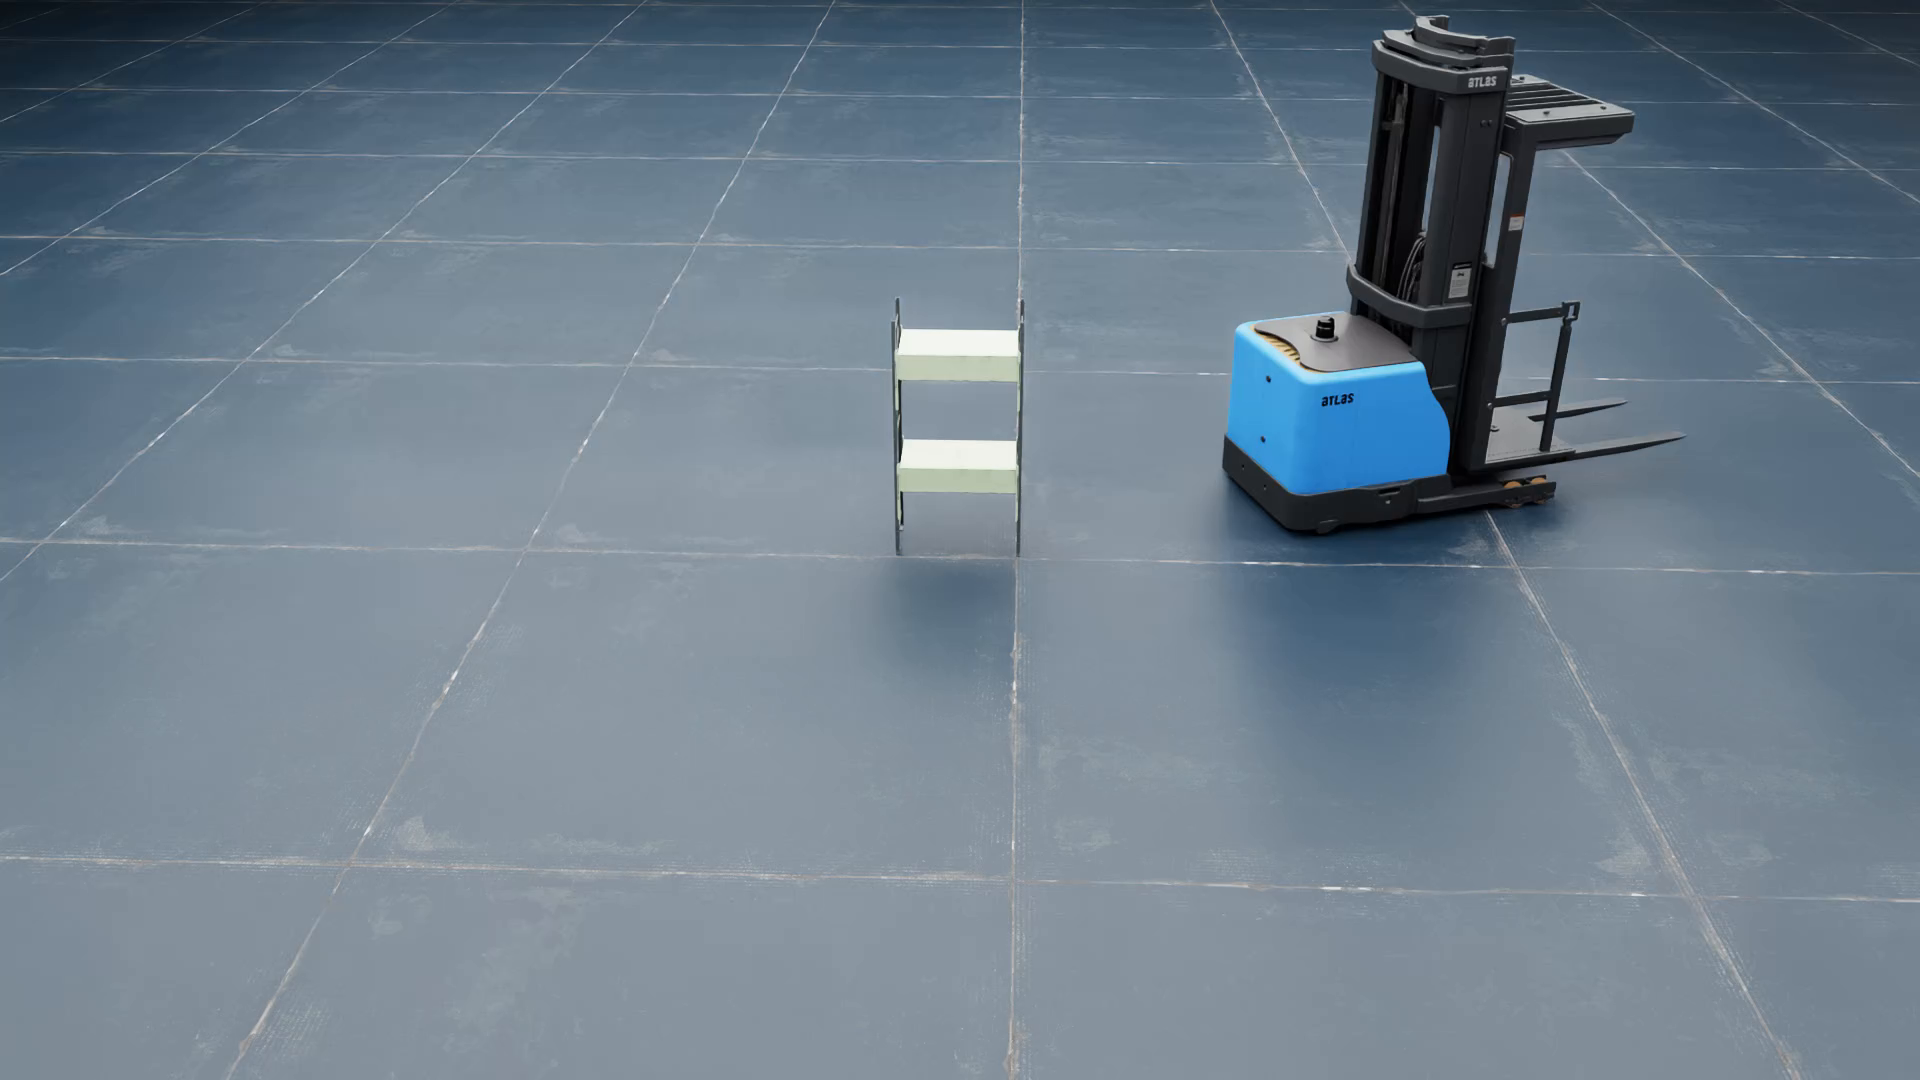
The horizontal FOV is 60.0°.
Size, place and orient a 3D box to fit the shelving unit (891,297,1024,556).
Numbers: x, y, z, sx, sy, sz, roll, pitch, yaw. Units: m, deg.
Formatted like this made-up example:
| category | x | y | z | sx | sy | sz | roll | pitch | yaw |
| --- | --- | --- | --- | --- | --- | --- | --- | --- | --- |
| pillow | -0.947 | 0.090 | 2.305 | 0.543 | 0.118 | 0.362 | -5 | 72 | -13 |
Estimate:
| category | x | y | z | sx | sy | sz | roll | pitch | yaw |
| --- | --- | --- | --- | --- | --- | --- | --- | --- | --- |
| shelving unit | -0.007 | -0.663 | 9.924 | 0.755 | 1.500 | 0.431 | 1 | 28 | 2 |

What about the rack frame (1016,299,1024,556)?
| category | x | y | z | sx | sy | sz | roll | pitch | yaw |
| --- | --- | --- | --- | --- | --- | --- | --- | --- | --- |
| rack frame | 0.359 | -0.657 | 9.913 | 0.023 | 1.500 | 0.400 | 1 | 28 | 2 |

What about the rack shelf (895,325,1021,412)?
| category | x | y | z | sx | sy | sz | roll | pitch | yaw |
| --- | --- | --- | --- | --- | --- | --- | --- | --- | --- |
| rack shelf | -0.007 | -1.008 | 9.741 | 0.720 | 0.370 | 0.431 | 1 | 28 | 2 |

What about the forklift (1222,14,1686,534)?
| category | x | y | z | sx | sy | sz | roll | pitch | yaw |
| --- | --- | --- | --- | --- | --- | --- | --- | --- | --- |
| forklift | 3.313 | -1.726 | 10.402 | 3.031 | 2.935 | 1.130 | -9 | 29 | -16 |

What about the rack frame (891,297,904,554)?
| category | x | y | z | sx | sy | sz | roll | pitch | yaw |
| --- | --- | --- | --- | --- | --- | --- | --- | --- | --- |
| rack frame | -0.372 | -0.669 | 9.935 | 0.023 | 1.500 | 0.400 | 1 | 28 | 2 |

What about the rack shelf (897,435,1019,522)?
| category | x | y | z | sx | sy | sz | roll | pitch | yaw |
| --- | --- | --- | --- | --- | --- | --- | --- | --- | --- |
| rack shelf | -0.007 | -0.375 | 10.077 | 0.720 | 0.370 | 0.431 | 1 | 28 | 2 |
